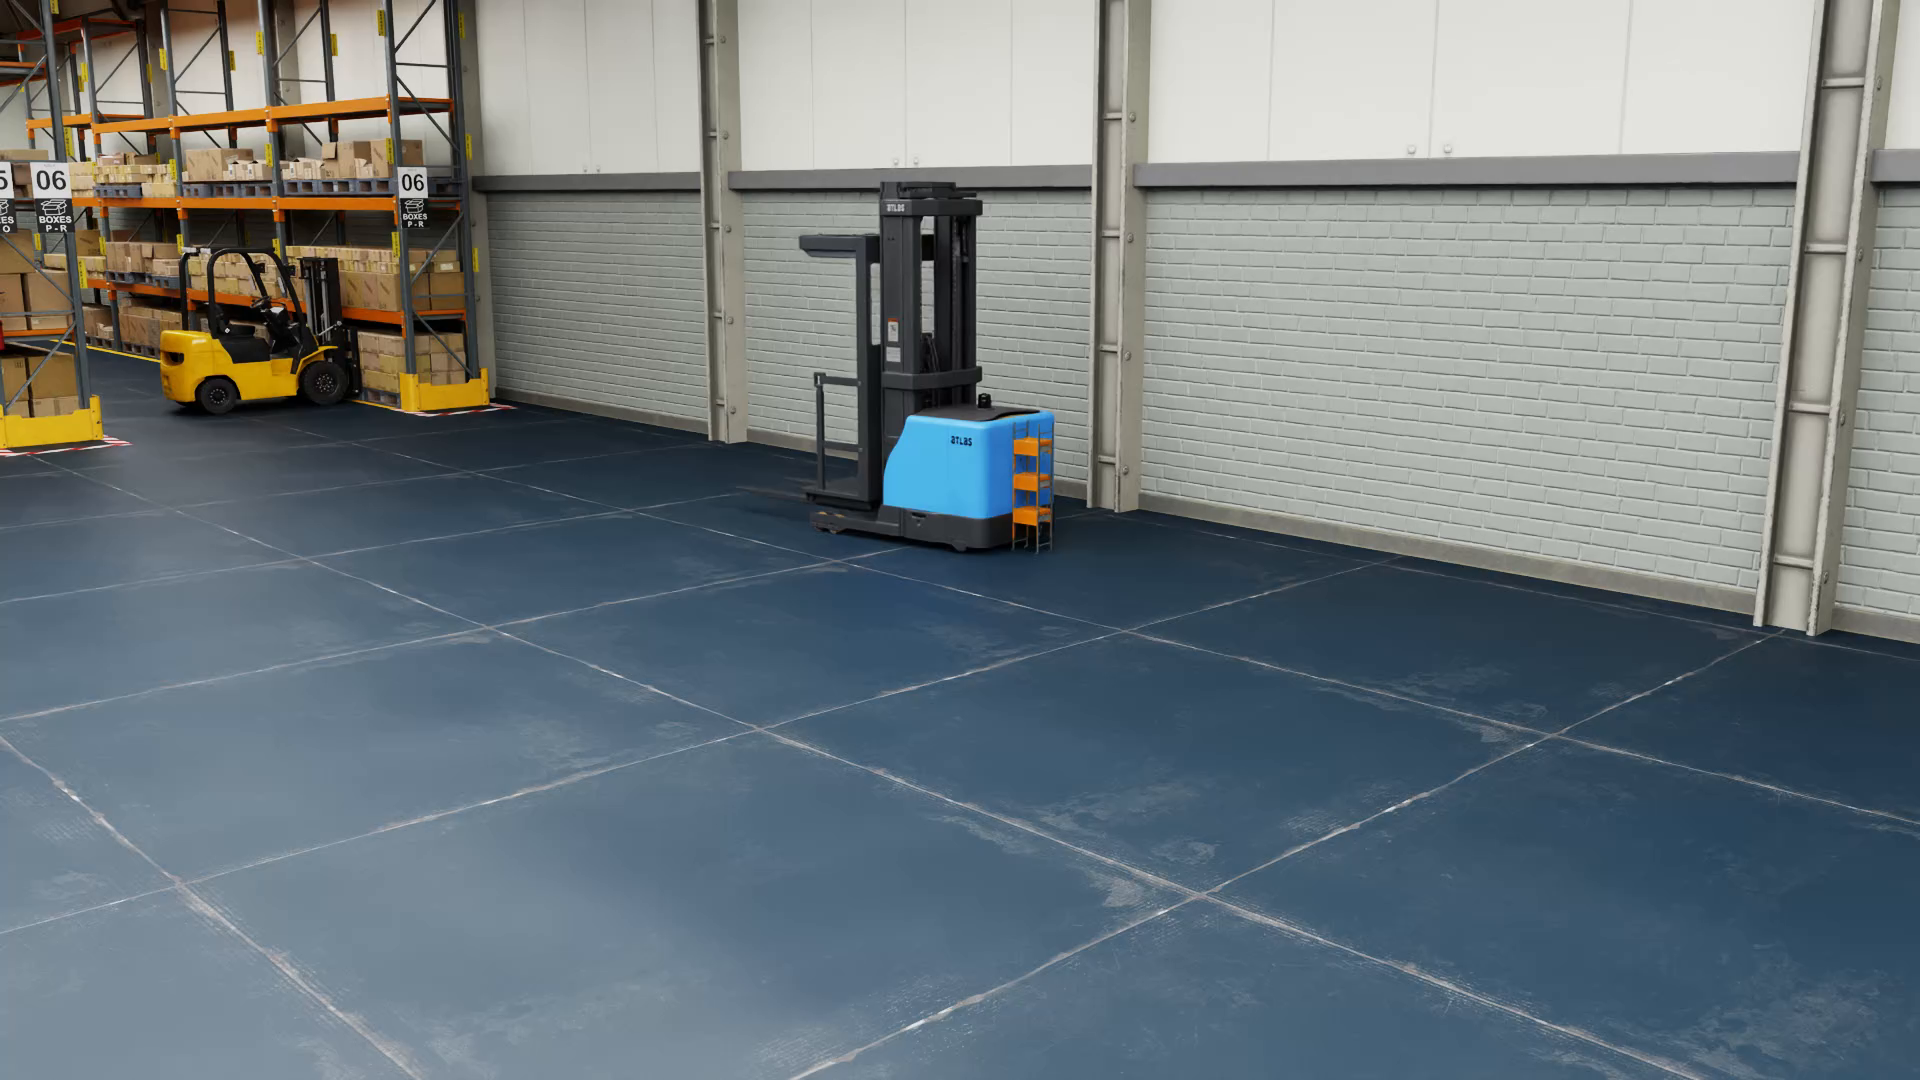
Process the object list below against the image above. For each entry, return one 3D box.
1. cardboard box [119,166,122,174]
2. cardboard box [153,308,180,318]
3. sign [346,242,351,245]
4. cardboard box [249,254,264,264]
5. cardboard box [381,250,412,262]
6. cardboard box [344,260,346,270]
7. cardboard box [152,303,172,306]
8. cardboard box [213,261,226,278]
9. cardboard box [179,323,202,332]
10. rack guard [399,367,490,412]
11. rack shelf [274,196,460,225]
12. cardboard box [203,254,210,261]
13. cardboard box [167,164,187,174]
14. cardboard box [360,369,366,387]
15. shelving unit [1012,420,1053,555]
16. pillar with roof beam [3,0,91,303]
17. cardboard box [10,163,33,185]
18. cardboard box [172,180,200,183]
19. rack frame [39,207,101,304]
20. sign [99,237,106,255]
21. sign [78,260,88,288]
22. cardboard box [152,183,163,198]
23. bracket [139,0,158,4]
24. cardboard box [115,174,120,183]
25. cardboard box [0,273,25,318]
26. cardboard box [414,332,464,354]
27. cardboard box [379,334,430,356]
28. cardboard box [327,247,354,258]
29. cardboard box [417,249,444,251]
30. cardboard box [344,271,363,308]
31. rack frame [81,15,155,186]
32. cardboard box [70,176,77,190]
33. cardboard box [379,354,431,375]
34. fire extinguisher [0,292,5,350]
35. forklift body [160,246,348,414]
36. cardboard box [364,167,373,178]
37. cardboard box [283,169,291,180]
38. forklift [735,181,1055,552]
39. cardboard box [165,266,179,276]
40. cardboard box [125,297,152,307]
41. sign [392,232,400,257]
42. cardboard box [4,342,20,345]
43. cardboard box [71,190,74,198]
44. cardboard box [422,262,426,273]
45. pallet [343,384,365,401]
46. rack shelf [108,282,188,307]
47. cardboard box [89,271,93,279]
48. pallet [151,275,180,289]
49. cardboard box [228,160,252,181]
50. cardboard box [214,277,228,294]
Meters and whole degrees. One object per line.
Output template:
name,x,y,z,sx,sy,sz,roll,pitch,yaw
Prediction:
cardboard box,-14.643,-6.549,29.430,0.380,0.149,0.250,-11,16,-42
cardboard box,-14.118,-4.035,29.610,0.380,0.149,0.250,-11,16,-42
sign,-9.403,-4.415,25.568,0.100,0.325,0.005,-11,16,-43
cardboard box,-10.800,-4.359,25.779,0.250,0.149,0.380,11,16,43
cardboard box,-7.634,-3.858,22.612,0.380,0.149,0.250,-11,16,-42
cardboard box,-8.494,-3.902,23.564,0.380,0.149,0.250,-11,16,-43
cardboard box,-14.866,-4.328,31.032,0.250,0.149,0.380,11,16,43
cardboard box,-11.743,-4.379,26.867,0.500,0.250,0.500,11,16,44
cardboard box,-13.013,-3.472,28.484,0.500,0.500,0.500,-10,15,-41
rack guard,-7.025,-2.063,22.688,1.175,0.500,0.348,-11,16,-43
rack shelf,-8.422,-4.700,23.640,1.077,0.370,4.000,-11,16,-43
cardboard box,-12.178,-4.665,27.267,0.380,0.149,0.250,-10,16,-41
cardboard box,-13.017,-6.204,27.806,0.380,0.149,0.250,-10,15,-41
cardboard box,-8.270,-2.323,23.526,0.500,0.250,0.500,-11,16,-42
shelving unit,0.585,-0.424,13.370,0.252,1.050,0.215,9,15,38
pillar with roof beam,-22.414,-8.484,32.789,9.100,9.000,0.548,-11,16,-43
cardboard box,-10.783,-4.251,19.312,0.500,0.250,0.500,-11,16,-44
cardboard box,-12.985,-6.068,27.881,0.380,0.149,0.250,-10,16,-41
rack frame,-18.091,-5.626,33.787,1.000,3.000,0.127,-11,16,-43
sign,-15.715,-5.390,30.494,0.100,0.325,0.005,-11,16,-43
sign,-10.236,-3.099,19.373,0.100,0.325,0.005,-11,16,-43
cardboard box,-13.444,-5.969,28.387,0.500,0.250,0.500,-11,16,-42
bracket,-13.336,-9.483,28.717,0.076,0.066,4.783,-11,16,-43
cardboard box,-14.702,-6.396,29.421,0.380,0.149,0.250,-11,16,-43
cardboard box,-11.203,-2.835,19.251,0.500,0.500,0.500,-11,16,-44
cardboard box,-7.236,-2.736,23.056,0.500,0.250,0.500,-11,16,-43
cardboard box,-7.585,-2.664,22.702,0.500,0.250,0.500,-10,15,-41
cardboard box,-8.851,-4.123,23.896,0.380,0.149,0.250,-11,16,-43
cardboard box,-7.257,-3.930,22.961,0.380,0.149,0.250,-10,15,-41
cardboard box,-8.277,-3.527,23.350,0.500,0.500,0.500,-11,16,-44
rack frame,-15.328,-7.981,30.348,1.000,3.000,0.127,-11,16,-43
cardboard box,-16.555,-6.770,31.540,0.500,0.250,0.500,-10,16,-41
cardboard box,-7.604,-2.423,22.771,0.500,0.250,0.500,-11,16,-43
fire extinguisher,-10.883,-2.480,18.708,0.296,0.674,0.183,-11,16,-43
forklift body,-9.670,-2.898,22.648,2.313,2.155,1.214,-11,16,-43
cardboard box,-7.833,-4.971,22.505,0.250,0.149,0.380,11,16,44
cardboard box,-9.713,-5.368,24.433,0.380,0.149,0.250,-10,16,-41
forklift,-0.669,-1.562,14.228,3.031,2.935,1.130,9,15,38
cardboard box,-13.297,-4.584,28.309,0.380,0.149,0.250,-11,16,-42
cardboard box,-15.059,-4.367,30.482,0.250,0.149,0.380,11,16,42
sign,-7.443,-3.901,21.955,0.100,0.325,0.005,-11,16,-43
cardboard box,-12.436,-2.286,21.489,0.500,0.500,0.500,-11,16,-42
cardboard box,-16.875,-6.621,31.802,0.380,0.149,0.250,-10,16,-41
cardboard box,-7.304,-3.771,22.925,0.380,0.149,0.250,-11,16,-43
pallet,-8.438,-2.209,24.112,1.003,0.211,1.213,-11,16,-43
rack shelf,-13.947,-4.398,29.609,1.077,0.370,4.000,-11,16,-43
cardboard box,-16.285,-5.042,31.576,0.380,0.149,0.250,-10,16,-41
pallet,-13.085,-4.454,28.572,1.213,0.211,1.003,-11,16,-43
cardboard box,-11.010,-5.739,25.832,0.500,0.311,0.500,11,16,43
cardboard box,-11.732,-4.138,26.936,0.500,0.250,0.500,11,16,43
